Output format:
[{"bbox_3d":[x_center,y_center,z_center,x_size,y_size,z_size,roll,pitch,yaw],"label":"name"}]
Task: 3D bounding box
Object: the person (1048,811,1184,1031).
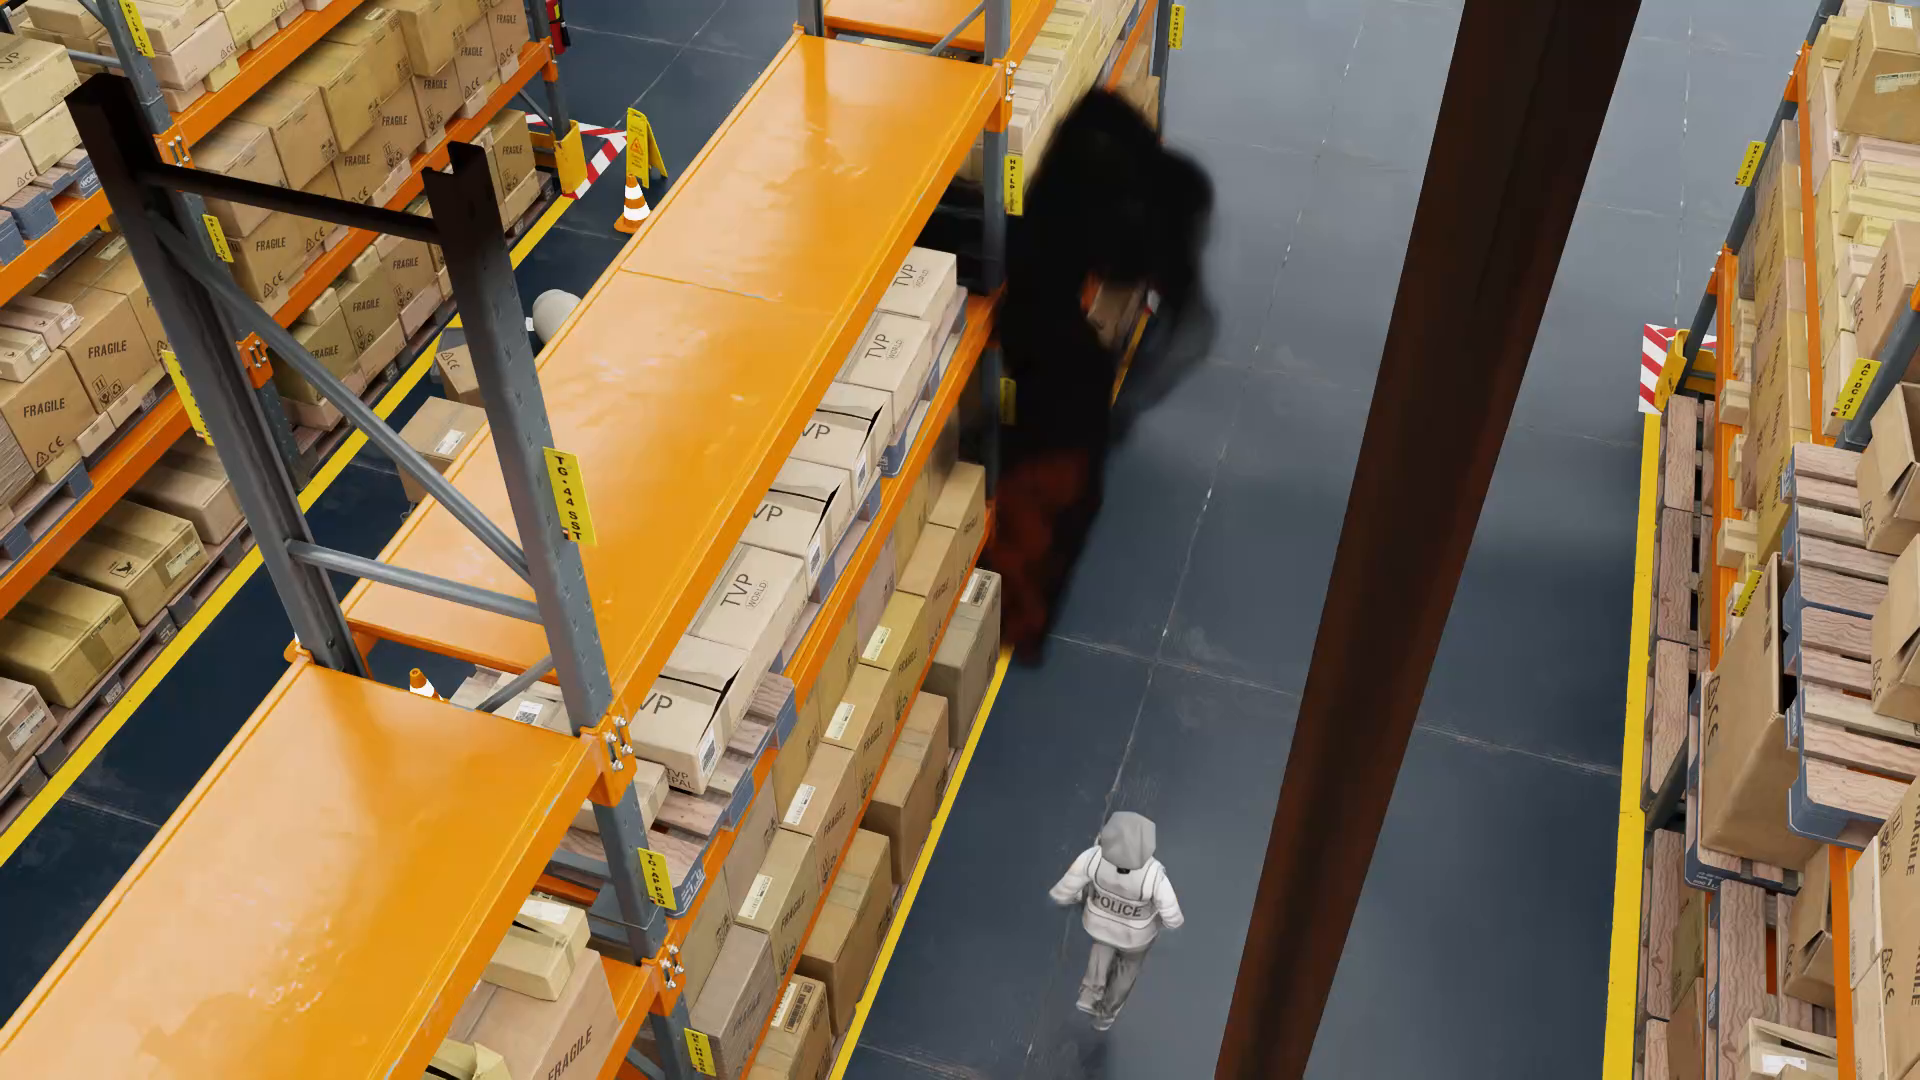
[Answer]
[{"bbox_3d":[0.768,1.758,7.865,0.612,1.657,0.485,18,48,16],"label":"person"}]
